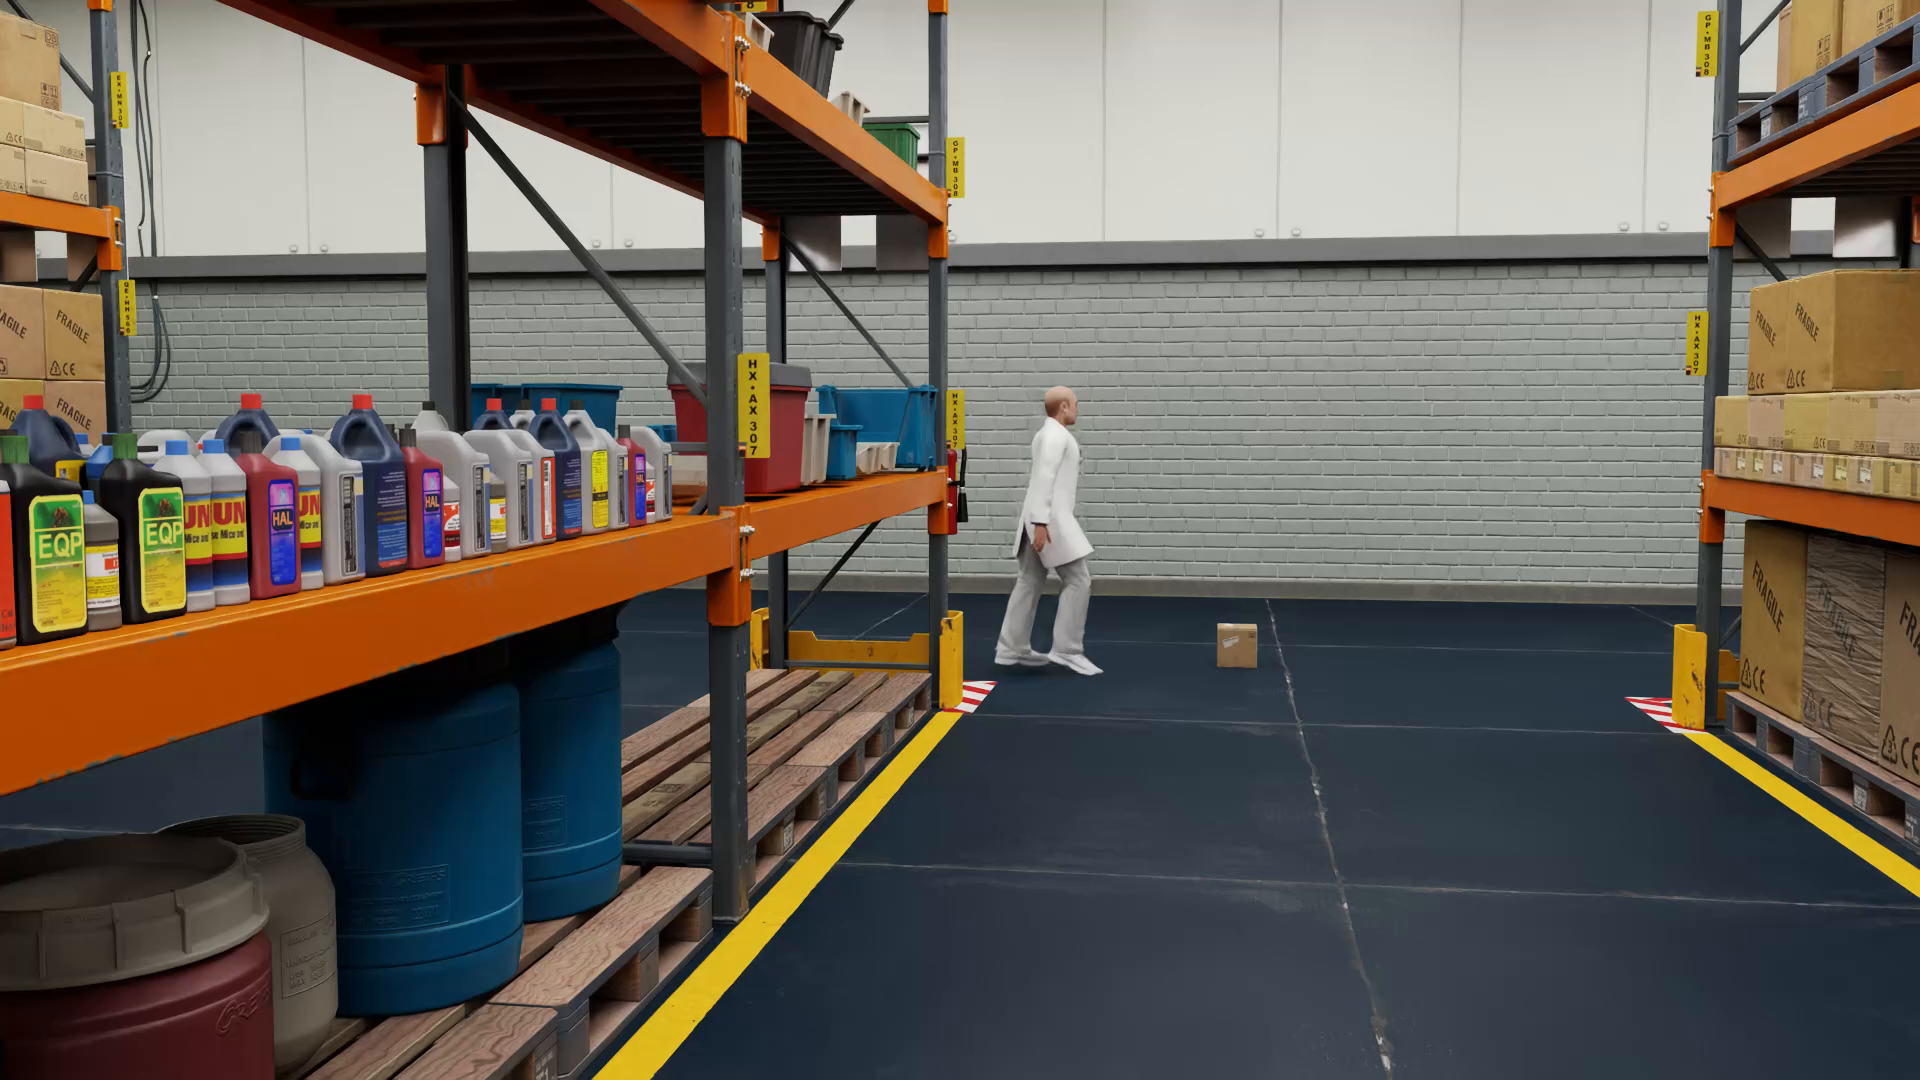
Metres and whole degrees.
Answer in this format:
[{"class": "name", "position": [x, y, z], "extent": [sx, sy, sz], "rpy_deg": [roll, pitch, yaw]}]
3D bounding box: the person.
[{"class": "person", "position": [0.528, -0.056, 10.428], "extent": [0.646, 1.815, 0.589], "rpy_deg": [-1, 4, -14]}]
